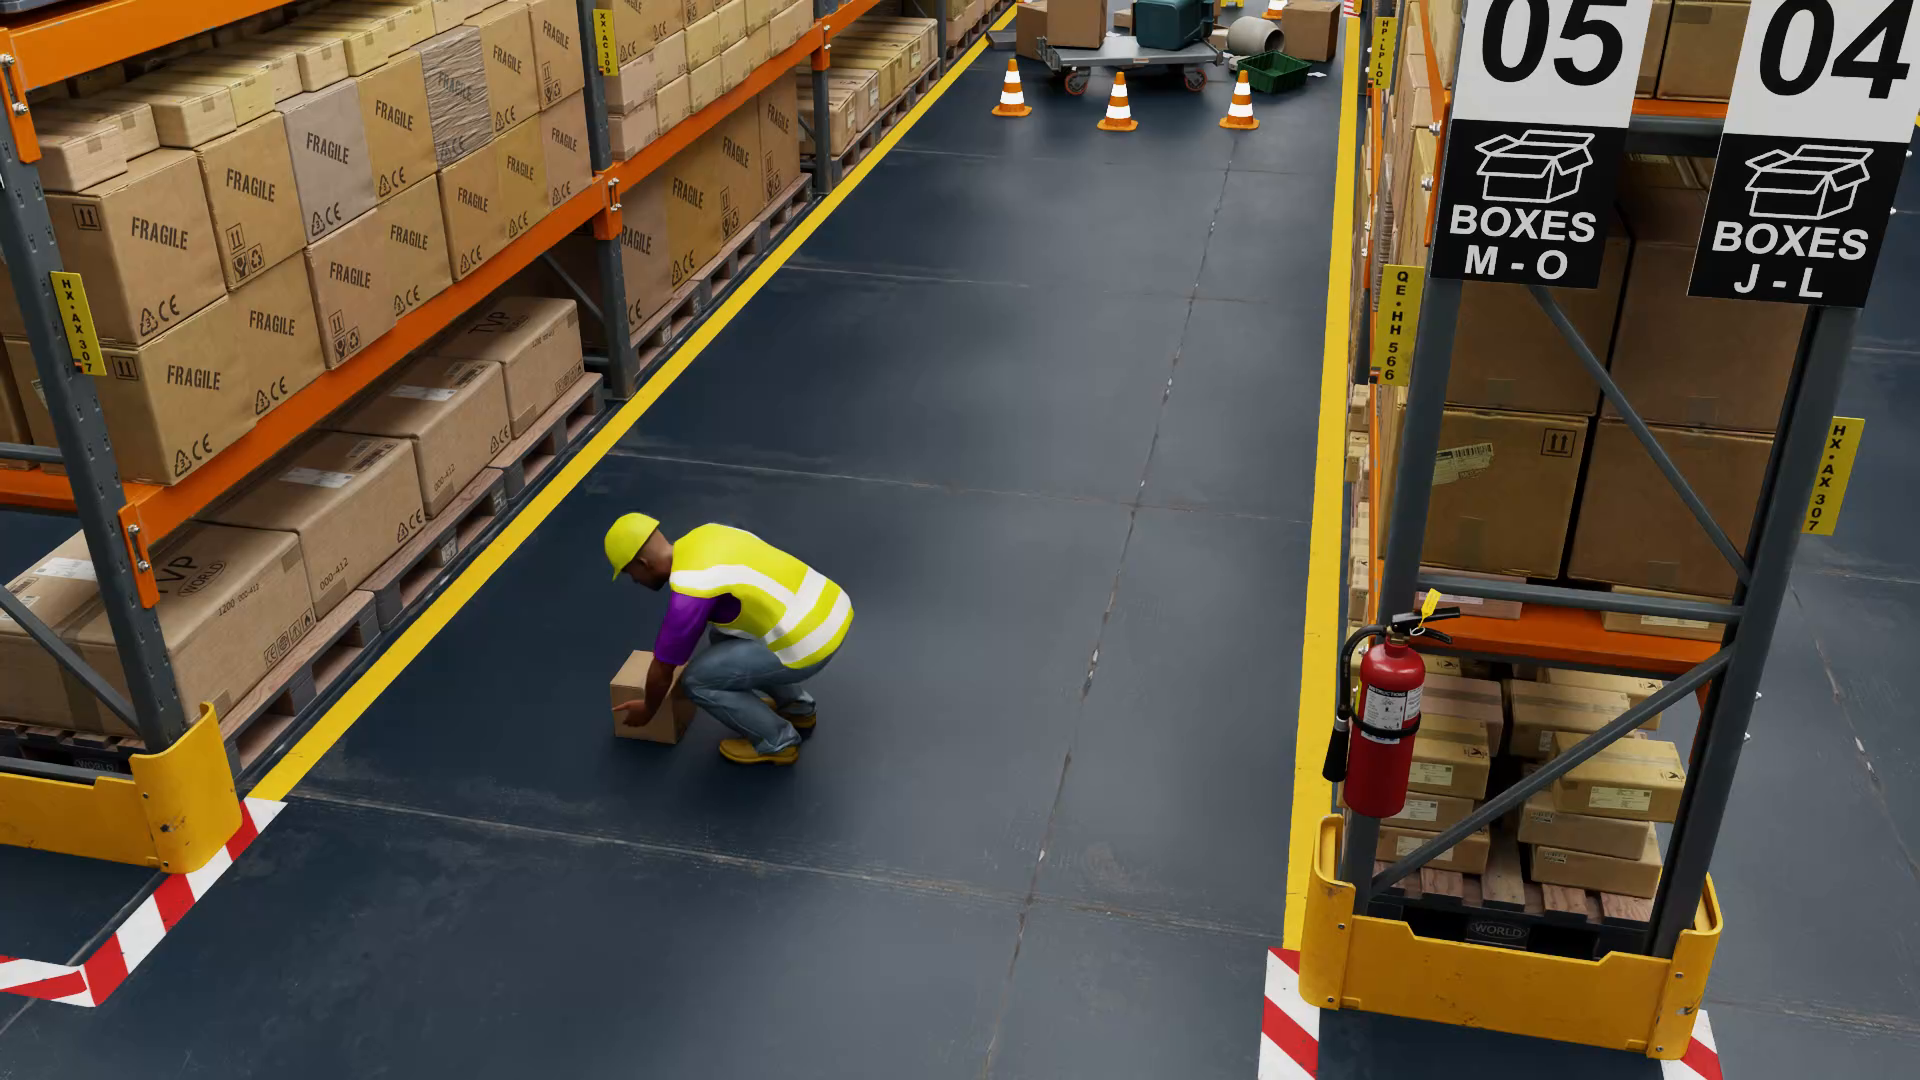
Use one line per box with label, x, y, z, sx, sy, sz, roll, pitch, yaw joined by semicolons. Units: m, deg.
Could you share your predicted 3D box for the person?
person;-0.867;0.359;6.274;0.893;0.975;0.580;6;29;10
